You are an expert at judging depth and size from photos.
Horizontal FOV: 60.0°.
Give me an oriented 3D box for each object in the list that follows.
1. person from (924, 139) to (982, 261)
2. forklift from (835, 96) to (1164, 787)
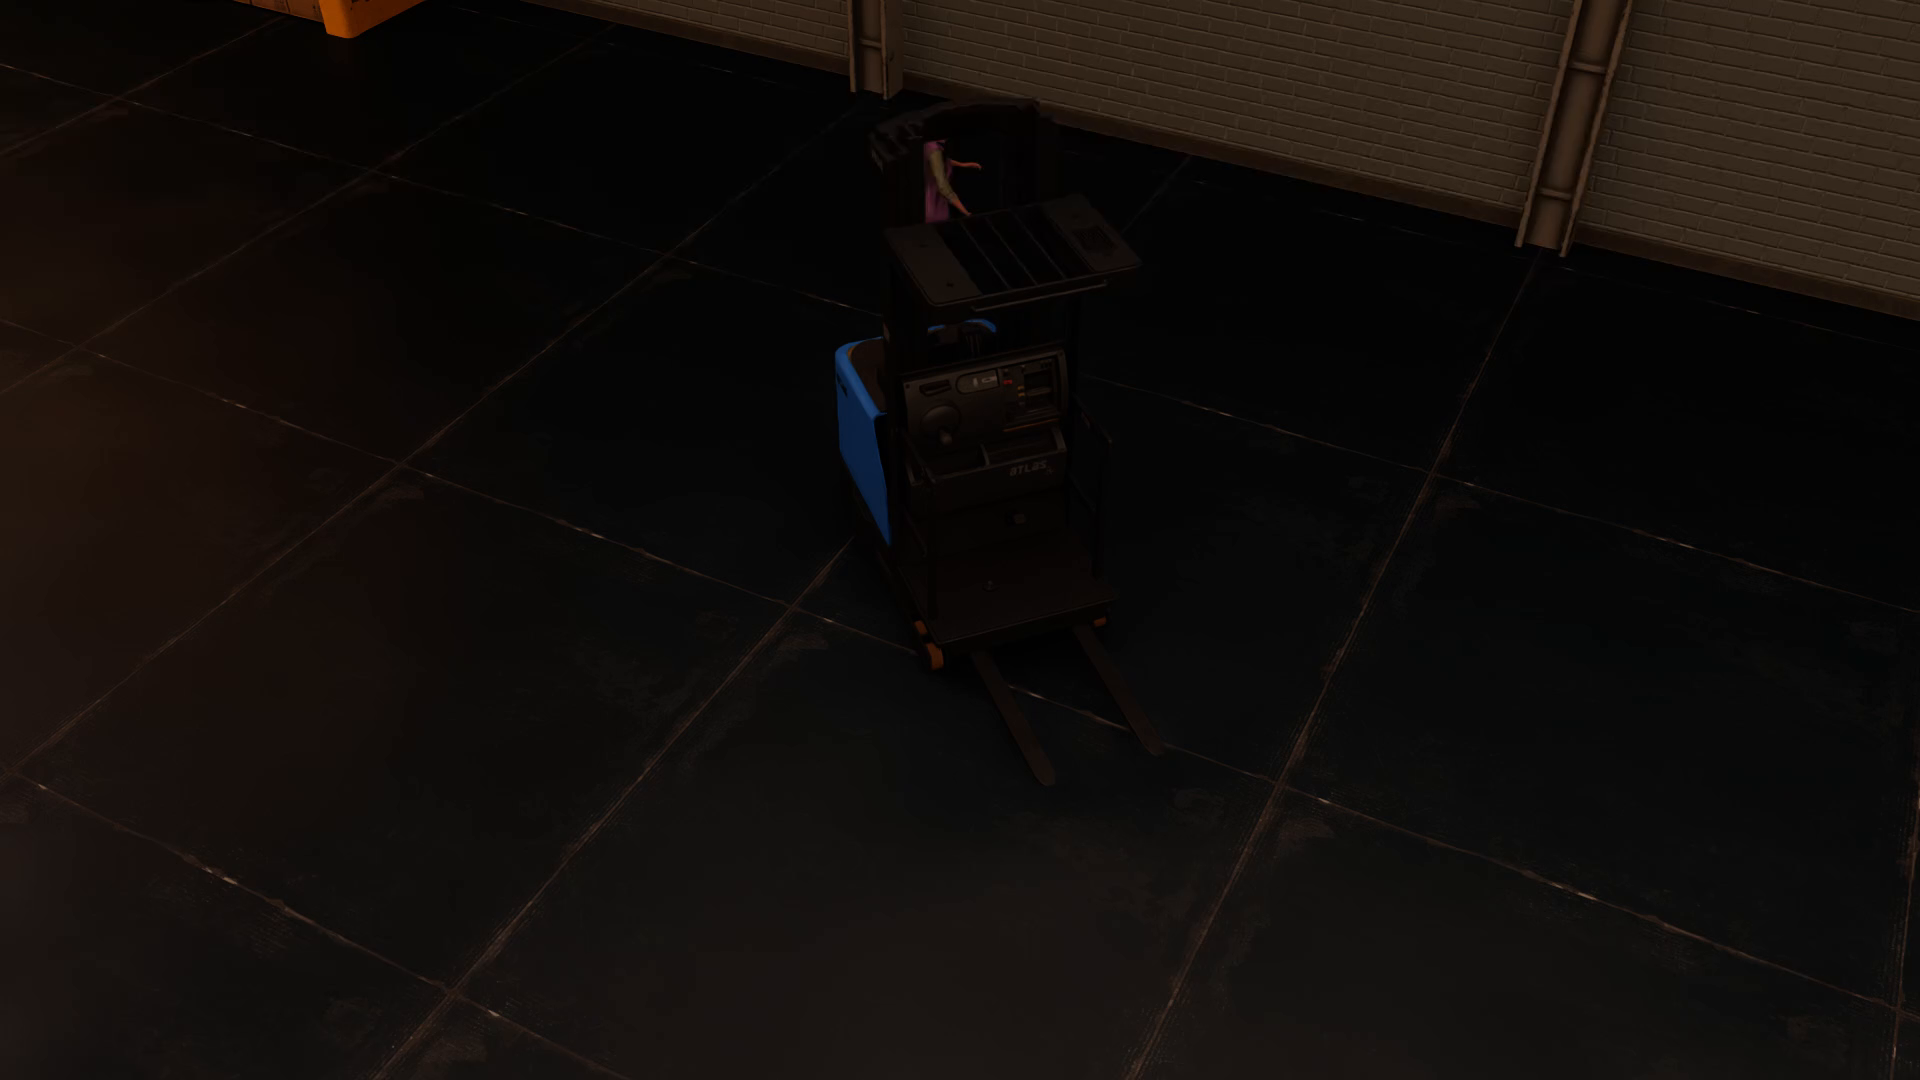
[{"bbox_3d":[-0.068,-2.380,11.963,0.758,1.465,0.738,-23,45,-25],"label":"person"},{"bbox_3d":[0.220,-0.689,8.804,1.130,2.935,3.031,-13,42,-15],"label":"forklift"}]
